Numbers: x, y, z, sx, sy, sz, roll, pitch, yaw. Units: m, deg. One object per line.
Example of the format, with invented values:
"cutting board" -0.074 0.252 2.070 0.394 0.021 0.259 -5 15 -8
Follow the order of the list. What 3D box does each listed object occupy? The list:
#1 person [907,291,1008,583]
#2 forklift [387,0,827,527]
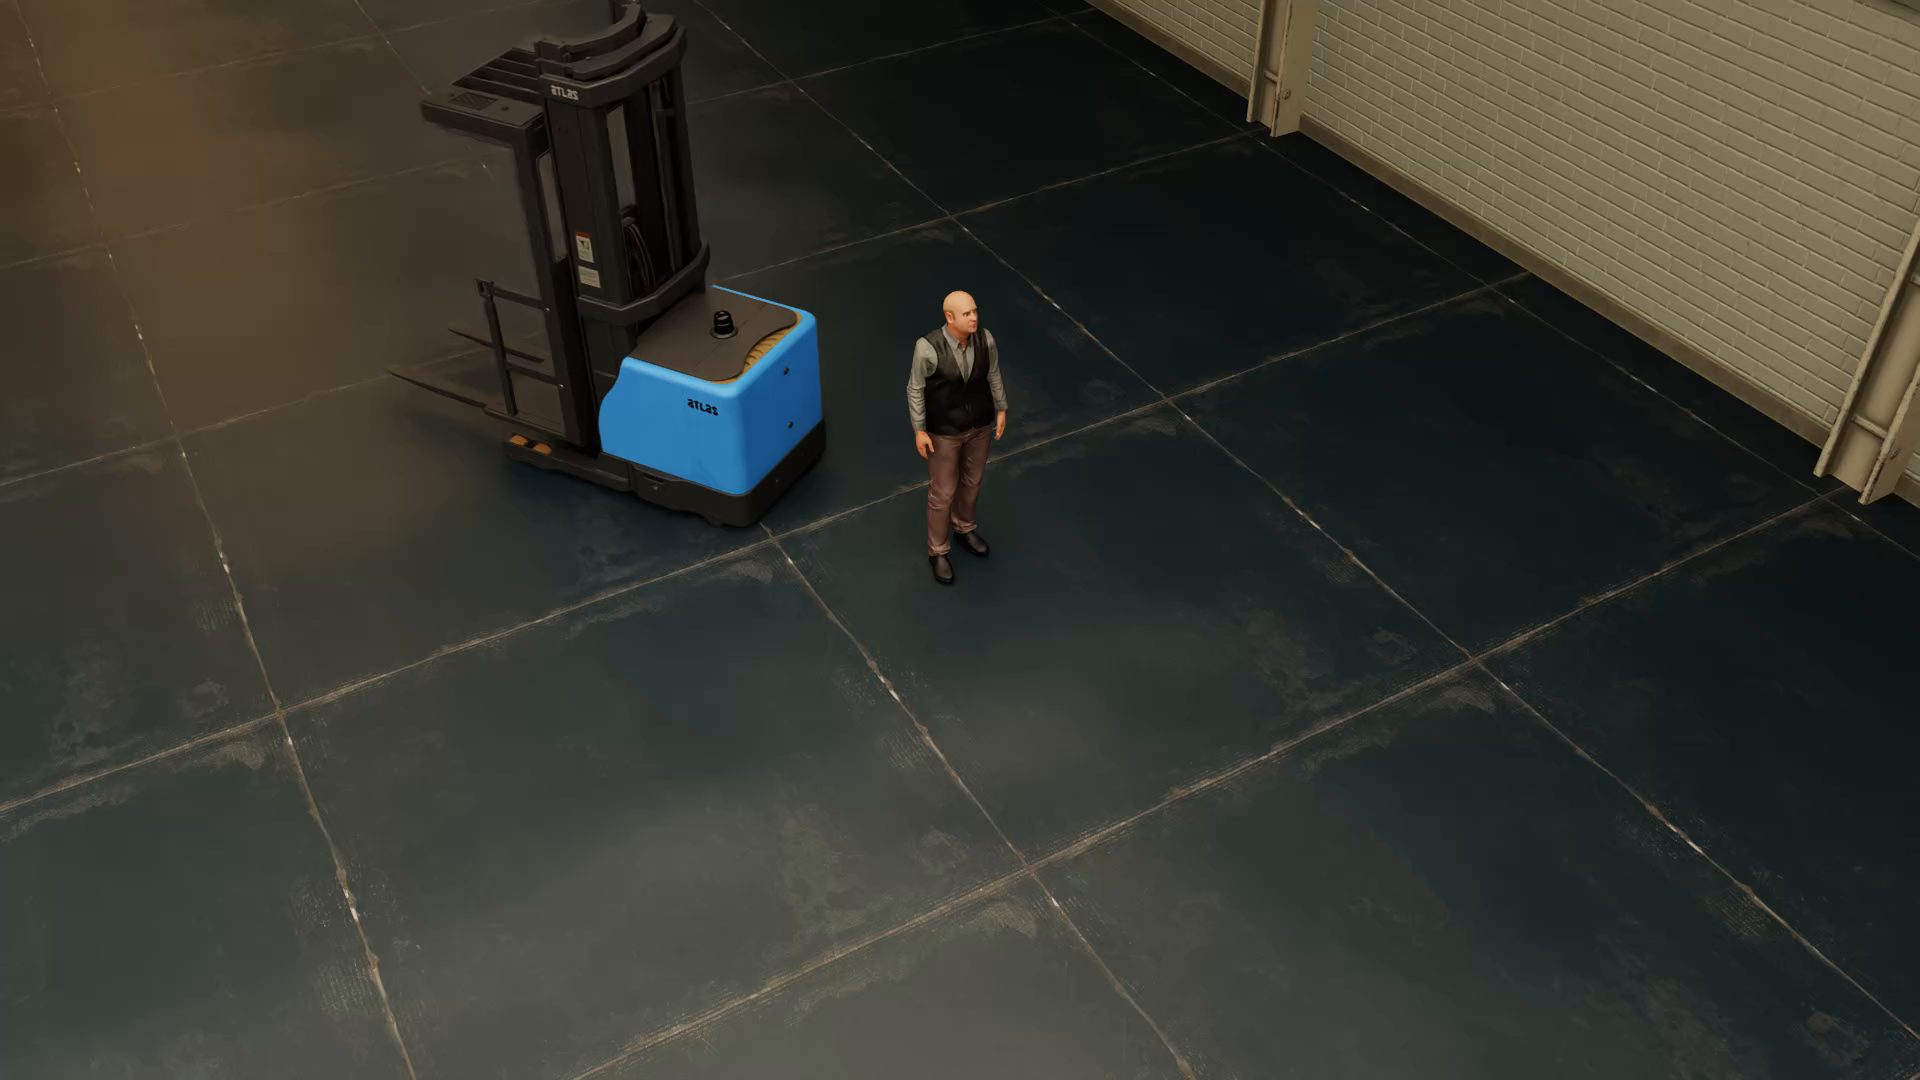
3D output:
"person" 0.024 -0.631 9.733 0.632 1.720 0.568 -20 44 -23
"forklift" -2.429 -1.872 10.293 3.031 2.935 1.130 18 43 21
